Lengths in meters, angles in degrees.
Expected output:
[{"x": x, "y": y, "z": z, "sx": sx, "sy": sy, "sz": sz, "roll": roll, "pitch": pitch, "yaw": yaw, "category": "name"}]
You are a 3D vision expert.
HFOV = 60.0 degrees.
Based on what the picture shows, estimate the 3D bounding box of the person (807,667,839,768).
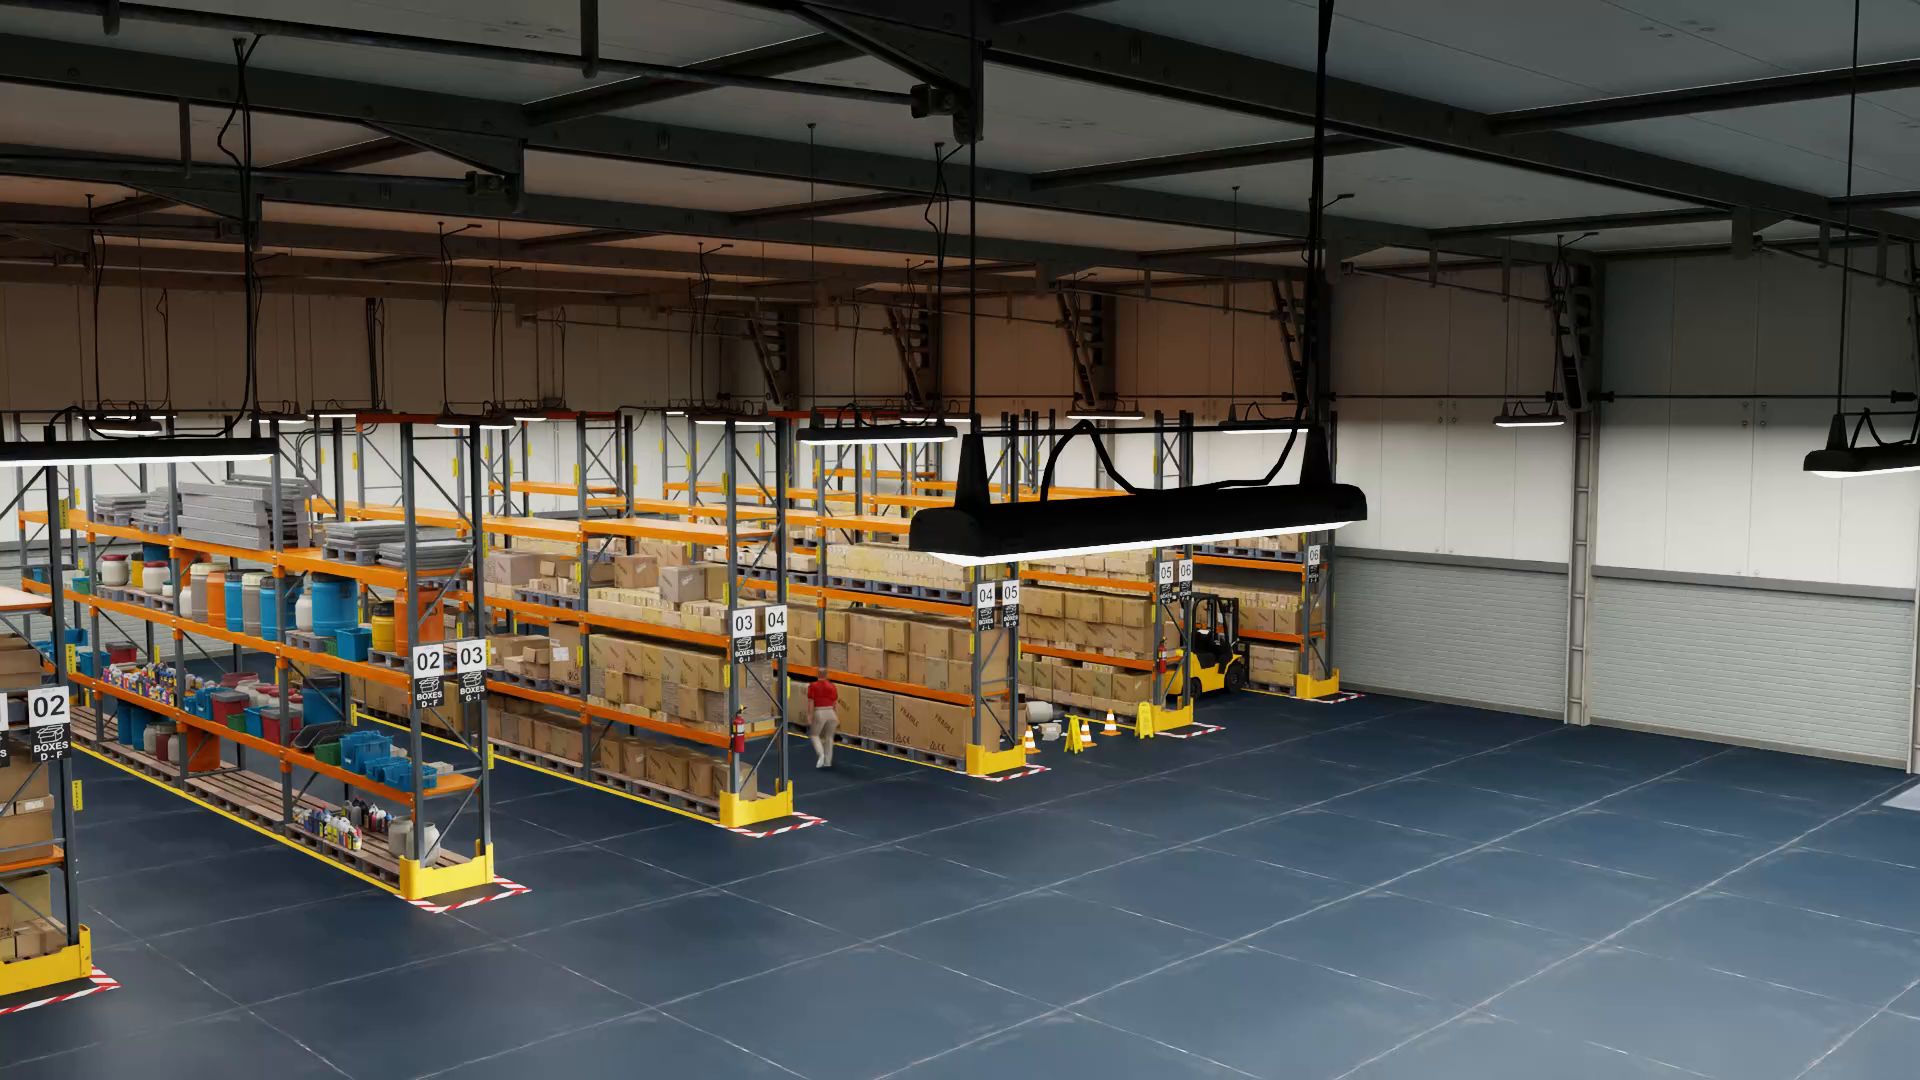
[{"x": -2.315, "y": 3.011, "z": 28.222, "sx": 0.538, "sy": 1.711, "sz": 0.550, "roll": -1, "pitch": 5, "yaw": -12, "category": "person"}]

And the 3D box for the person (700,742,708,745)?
[{"x": -4.864, "y": 2.886, "z": 30.308, "sx": 0.961, "sy": 1.627, "sz": 0.554, "roll": 3, "pitch": 6, "yaw": 34, "category": "person"}]
